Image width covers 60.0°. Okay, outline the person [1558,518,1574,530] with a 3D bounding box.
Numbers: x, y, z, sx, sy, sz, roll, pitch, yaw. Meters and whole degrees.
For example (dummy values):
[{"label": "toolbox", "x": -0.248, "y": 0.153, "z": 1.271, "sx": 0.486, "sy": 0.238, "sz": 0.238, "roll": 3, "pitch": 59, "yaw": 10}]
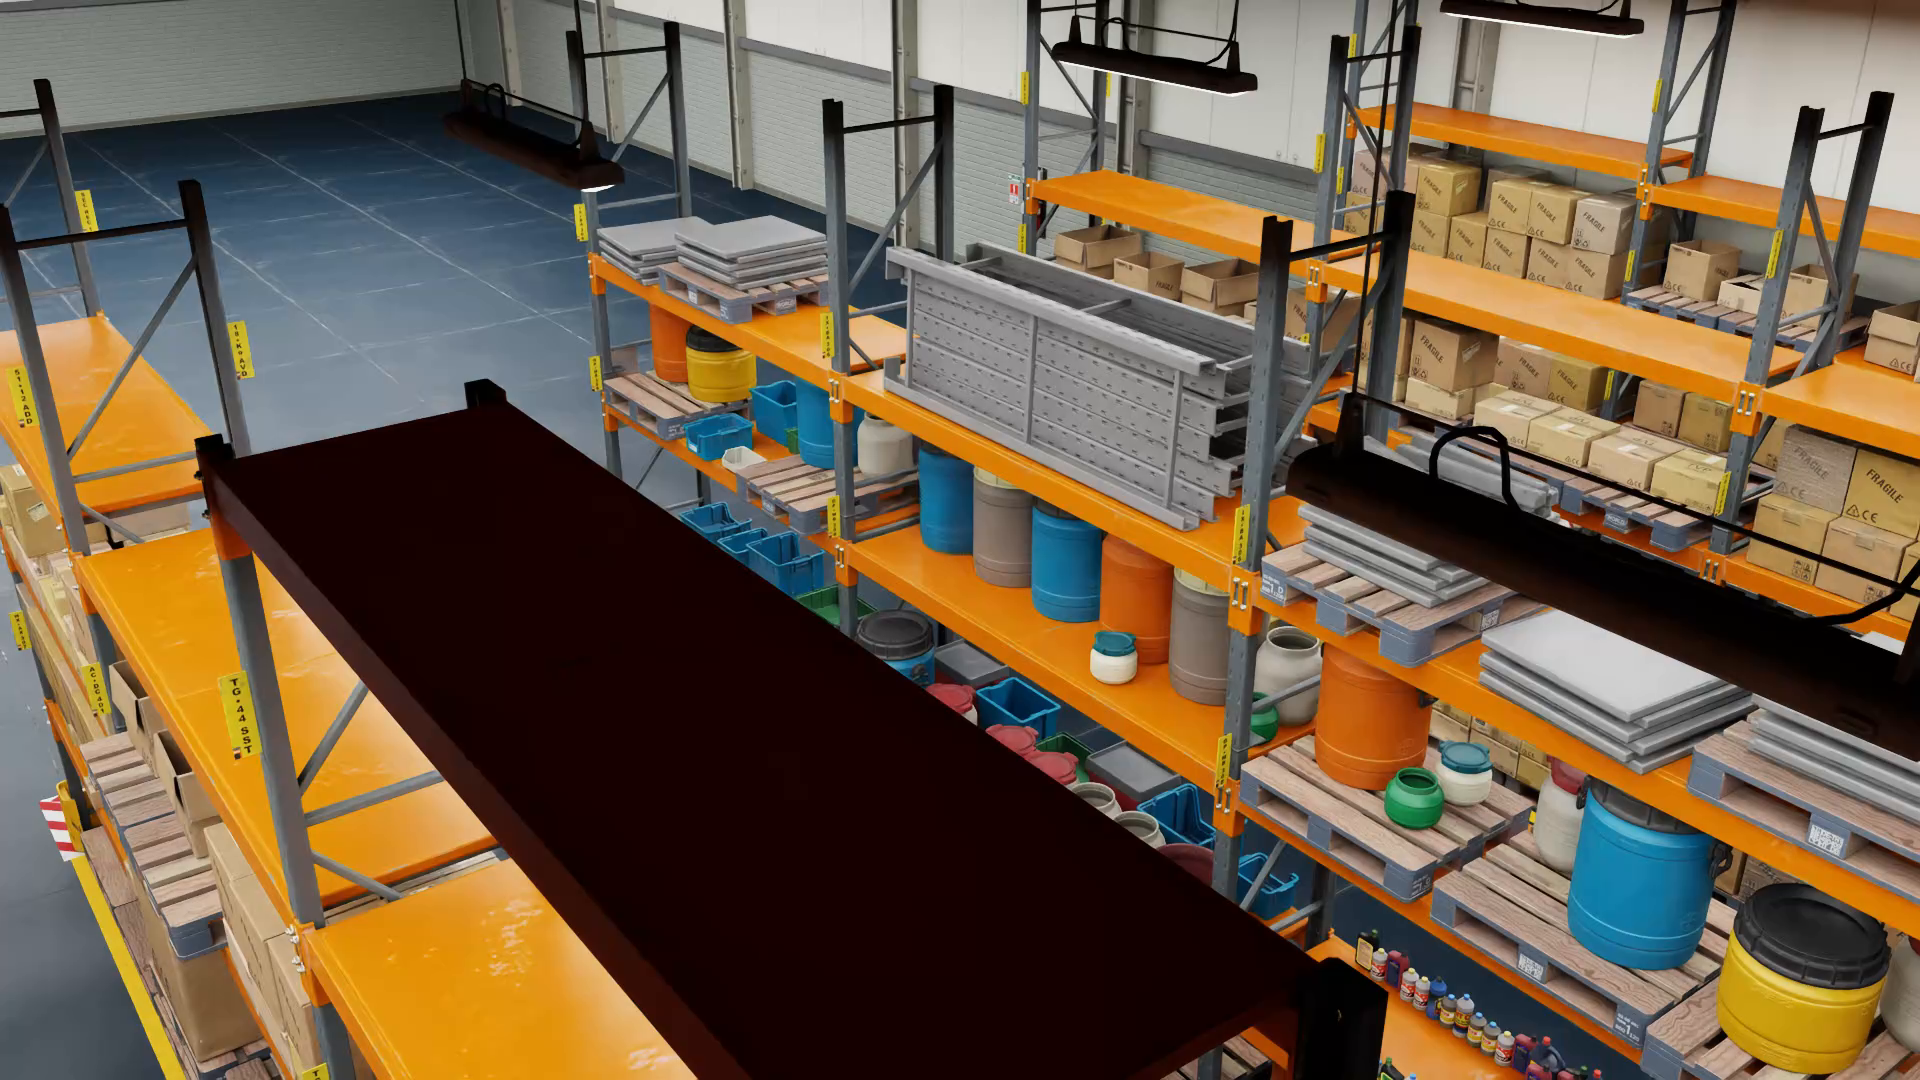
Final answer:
[{"label": "person", "x": 5.519, "y": 0.320, "z": 16.203, "sx": 0.550, "sy": 1.804, "sz": 0.667, "roll": -20, "pitch": 32, "yaw": -37}]
